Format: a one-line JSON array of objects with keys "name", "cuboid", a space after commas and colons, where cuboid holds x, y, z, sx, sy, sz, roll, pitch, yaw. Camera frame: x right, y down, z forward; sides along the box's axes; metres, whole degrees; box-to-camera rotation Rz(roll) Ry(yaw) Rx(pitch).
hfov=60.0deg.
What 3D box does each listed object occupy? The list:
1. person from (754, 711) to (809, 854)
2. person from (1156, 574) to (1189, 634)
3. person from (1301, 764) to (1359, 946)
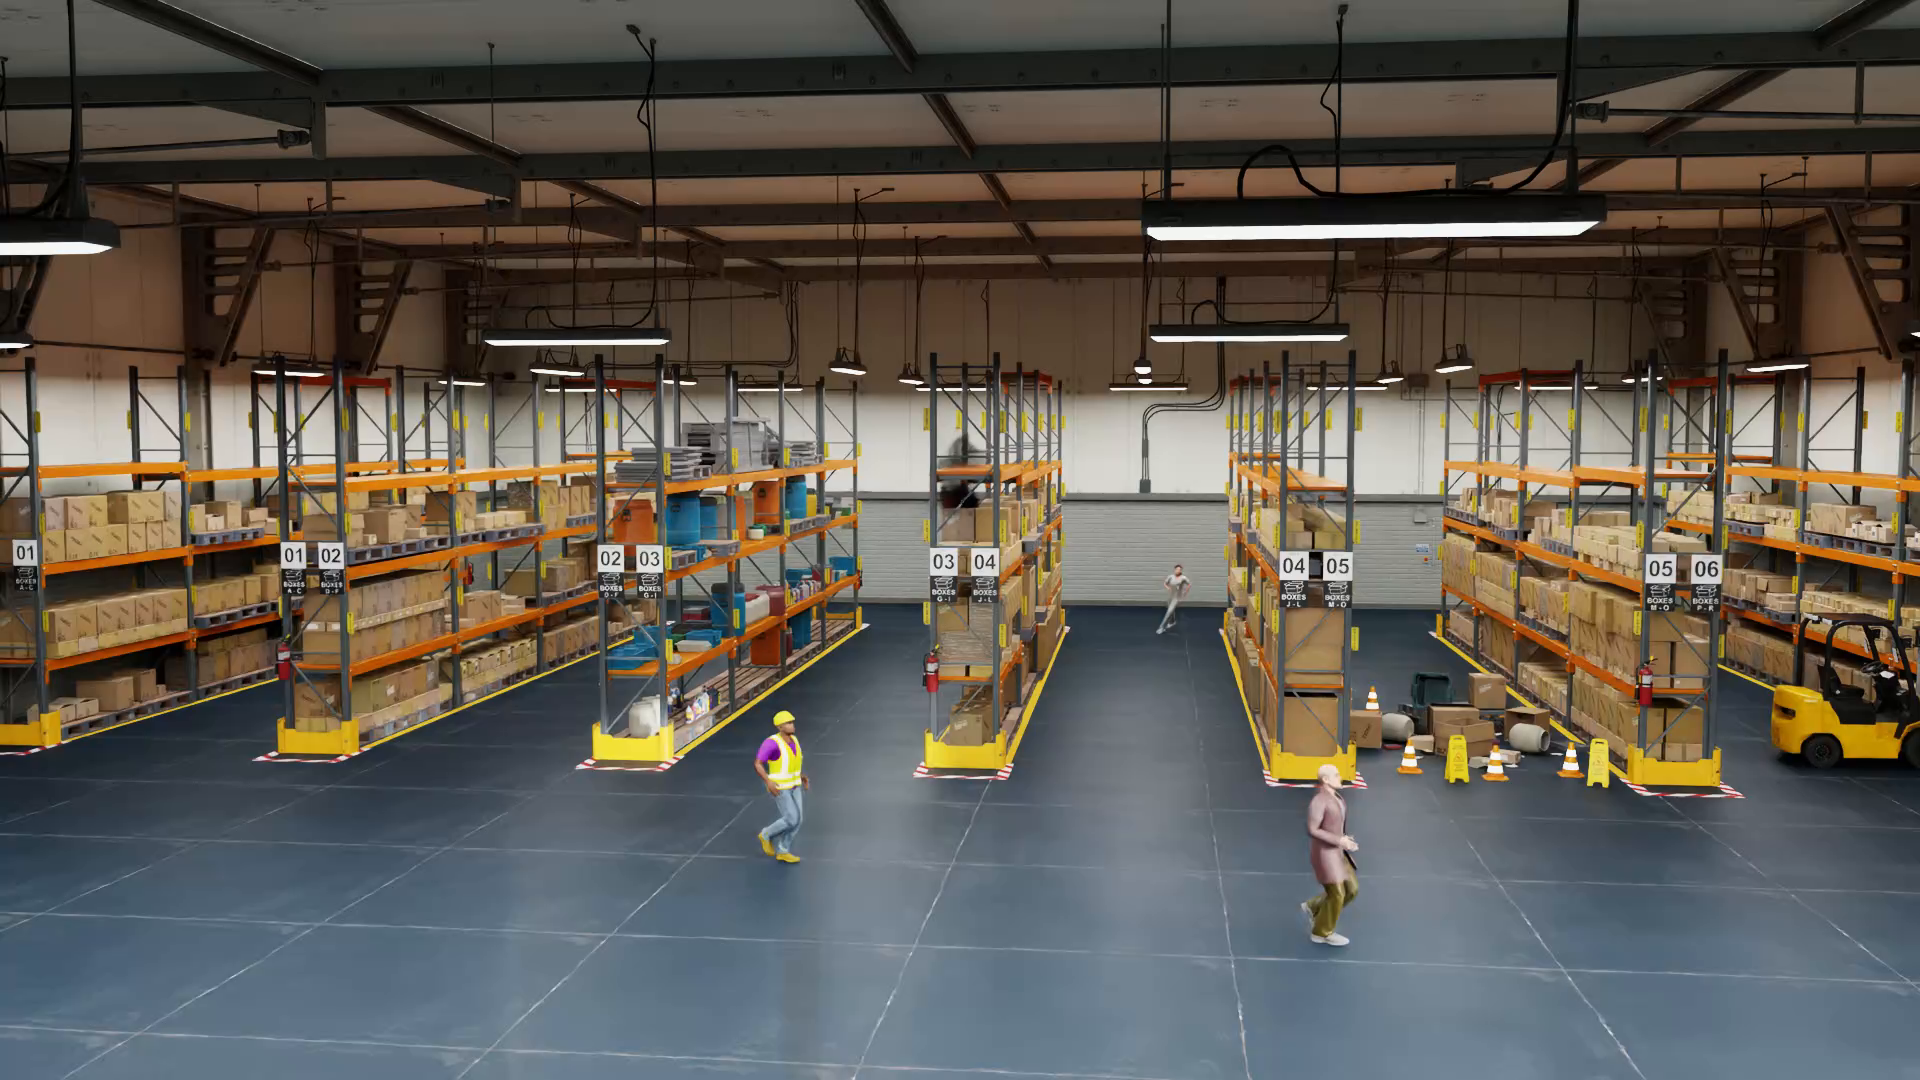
[{"name": "person", "cuboid": [-2.002, 2.773, 18.909, 0.500, 1.661, 0.693, 3, 5, 33]}, {"name": "person", "cuboid": [5.102, 1.502, 39.633, 0.670, 1.394, 0.971, 2, 5, 30]}, {"name": "person", "cuboid": [3.561, 3.008, 15.926, 0.638, 1.734, 0.691, 2, 5, 31]}]
